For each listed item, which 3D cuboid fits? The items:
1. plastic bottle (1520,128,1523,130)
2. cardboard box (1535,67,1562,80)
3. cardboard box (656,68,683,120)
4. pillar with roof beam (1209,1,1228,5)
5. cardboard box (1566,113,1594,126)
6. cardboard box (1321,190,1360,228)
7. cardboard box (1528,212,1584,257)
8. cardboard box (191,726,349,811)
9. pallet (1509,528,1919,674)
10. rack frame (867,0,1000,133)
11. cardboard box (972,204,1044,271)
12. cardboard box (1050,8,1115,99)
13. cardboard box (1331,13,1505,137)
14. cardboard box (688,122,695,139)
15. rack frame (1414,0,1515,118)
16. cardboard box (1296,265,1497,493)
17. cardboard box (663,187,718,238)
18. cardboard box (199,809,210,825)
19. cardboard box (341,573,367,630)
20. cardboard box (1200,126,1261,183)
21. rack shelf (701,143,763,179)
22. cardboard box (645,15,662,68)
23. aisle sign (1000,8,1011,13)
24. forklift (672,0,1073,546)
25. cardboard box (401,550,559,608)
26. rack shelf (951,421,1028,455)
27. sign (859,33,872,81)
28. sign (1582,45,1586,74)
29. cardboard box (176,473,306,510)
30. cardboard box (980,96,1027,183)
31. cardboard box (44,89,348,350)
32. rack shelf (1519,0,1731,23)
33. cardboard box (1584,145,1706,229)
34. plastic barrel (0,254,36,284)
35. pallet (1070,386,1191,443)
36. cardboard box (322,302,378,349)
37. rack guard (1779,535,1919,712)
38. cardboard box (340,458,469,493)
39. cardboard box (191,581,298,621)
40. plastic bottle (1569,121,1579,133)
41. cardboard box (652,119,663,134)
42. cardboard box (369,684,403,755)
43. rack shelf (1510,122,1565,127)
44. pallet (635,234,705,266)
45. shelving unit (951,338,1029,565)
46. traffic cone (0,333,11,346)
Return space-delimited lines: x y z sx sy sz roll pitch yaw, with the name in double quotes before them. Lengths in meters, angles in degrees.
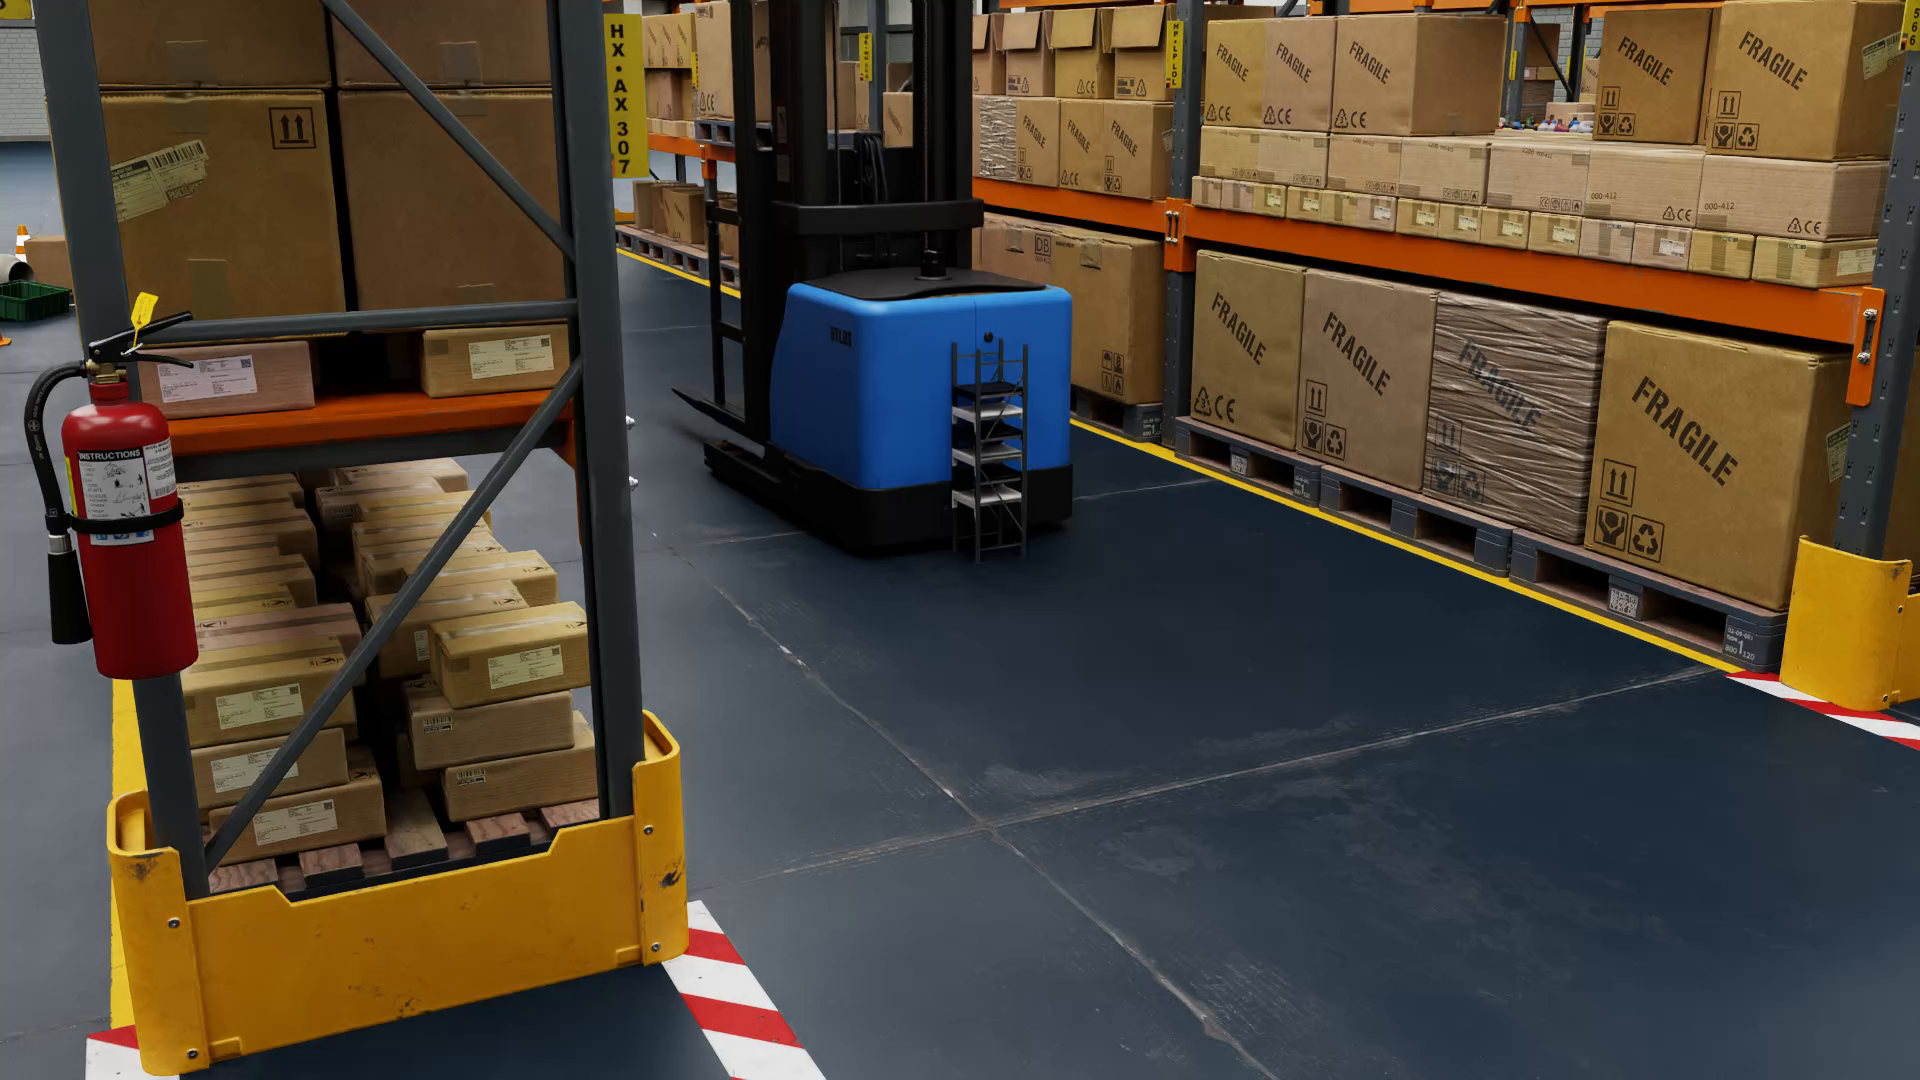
"plastic bottle" 4.454 -3.164 13.197 0.097 0.201 0.097 0 16 0
"cardboard box" 7.026 -5.625 20.055 0.380 0.149 0.250 -8 18 -25
"cardboard box" -2.576 -4.529 16.873 0.875 0.500 0.500 -8 18 -25
"pillar with roof beam" 1.626 -12.036 32.878 9.100 9.000 0.400 -8 18 -25
"cardboard box" 7.174 -4.810 19.028 0.380 0.149 0.250 -8 18 -25
"cardboard box" 1.858 -1.502 7.501 0.380 0.149 0.250 -8 18 -26
"cardboard box" 2.419 -1.184 6.393 0.380 0.149 0.250 -8 18 -26
"cardboard box" -1.671 0.500 3.937 0.380 0.149 0.250 -8 18 -26
"pallet" 2.899 0.149 6.351 1.003 0.211 1.213 -8 18 -25
"rack frame" -0.185 -2.987 12.220 1.000 3.000 0.127 -8 18 -25
"cardboard box" 0.482 -1.772 11.077 1.225 0.875 0.875 -8 18 -25
"cardboard box" 0.990 -2.854 9.758 0.797 0.503 0.637 -7 18 -24
"cardboard box" 1.988 -2.025 7.242 0.500 0.500 0.500 -8 18 -27
"cardboard box" -2.397 -3.939 15.993 0.380 0.149 0.250 -8 18 -25
"rack frame" 4.267 -3.585 14.306 1.000 3.000 0.127 -8 18 -25
"cardboard box" 2.179 -0.779 7.618 0.875 0.875 0.875 -8 18 -25
"cardboard box" -2.881 -3.512 17.822 0.500 0.500 0.500 -6 17 -20
"cardboard box" -1.805 0.583 4.189 0.380 0.149 0.250 -7 17 -23
"cardboard box" -1.654 0.180 5.053 0.380 0.149 0.250 -9 18 -28
"cardboard box" 1.538 -1.918 8.228 0.500 0.250 0.500 -8 18 -26
"rack shelf" -1.061 -3.137 14.048 1.077 0.370 4.000 -8 18 -25
"cardboard box" -2.820 -4.976 16.621 0.500 0.500 0.500 -8 18 -25
"aisle sign" 0.468 -6.801 20.799 0.394 0.787 0.004 -8 18 -25
"forklift" -0.638 -1.741 8.003 1.130 2.935 3.031 -8 18 -27
"cardboard box" -1.331 0.151 4.615 0.380 0.149 0.250 -8 18 -25
"rack shelf" 0.122 -0.423 6.889 0.258 0.077 0.200 -8 18 -27
"sign" -0.669 -3.437 11.835 0.100 0.325 0.005 -8 18 -25
"sign" 7.453 -5.761 19.933 0.100 0.325 0.005 -8 18 -25
"cardboard box" -2.382 -0.103 5.500 0.380 0.149 0.250 -8 18 -27
"cardboard box" 0.456 -2.503 10.353 0.500 0.500 0.500 -8 18 -25
"cardboard box" -1.611 -0.700 3.532 0.500 0.500 0.500 -7 18 -24
"rack shelf" 7.846 -5.775 17.802 1.077 0.370 4.000 -8 18 -25
"cardboard box" 2.647 -1.288 6.033 0.500 0.250 0.500 -8 18 -26
"plastic barrel" -8.316 -2.262 14.365 0.512 0.421 0.421 4 16 13
"pallet" 1.162 -0.837 9.784 1.003 0.211 1.213 -8 18 -25
"cardboard box" -1.486 -0.607 4.383 0.380 0.149 0.250 -7 17 -22
"rack guard" 3.330 0.204 5.632 1.175 0.500 0.348 -8 18 -25
"cardboard box" -1.908 -0.167 5.722 0.380 0.149 0.250 -8 18 -27
"cardboard box" -1.929 0.235 4.322 0.380 0.149 0.250 -8 18 -26
"plastic bottle" 4.699 -3.059 12.704 0.097 0.271 0.097 0 16 0
"cardboard box" -2.940 -4.249 17.076 0.380 0.149 0.250 -8 18 -25
"cardboard box" -1.428 0.455 4.633 0.380 0.149 0.250 -7 18 -24
"rack shelf" 7.846 -4.333 18.216 1.077 0.370 4.000 -8 18 -25
"pallet" -2.802 -3.103 17.682 1.003 0.211 1.213 -8 18 -25
"shelving unit" 0.122 -0.369 6.905 0.258 0.900 0.210 -8 18 -27
"traffic cone" -7.210 -1.670 12.231 0.336 0.463 0.334 -8 18 -25
